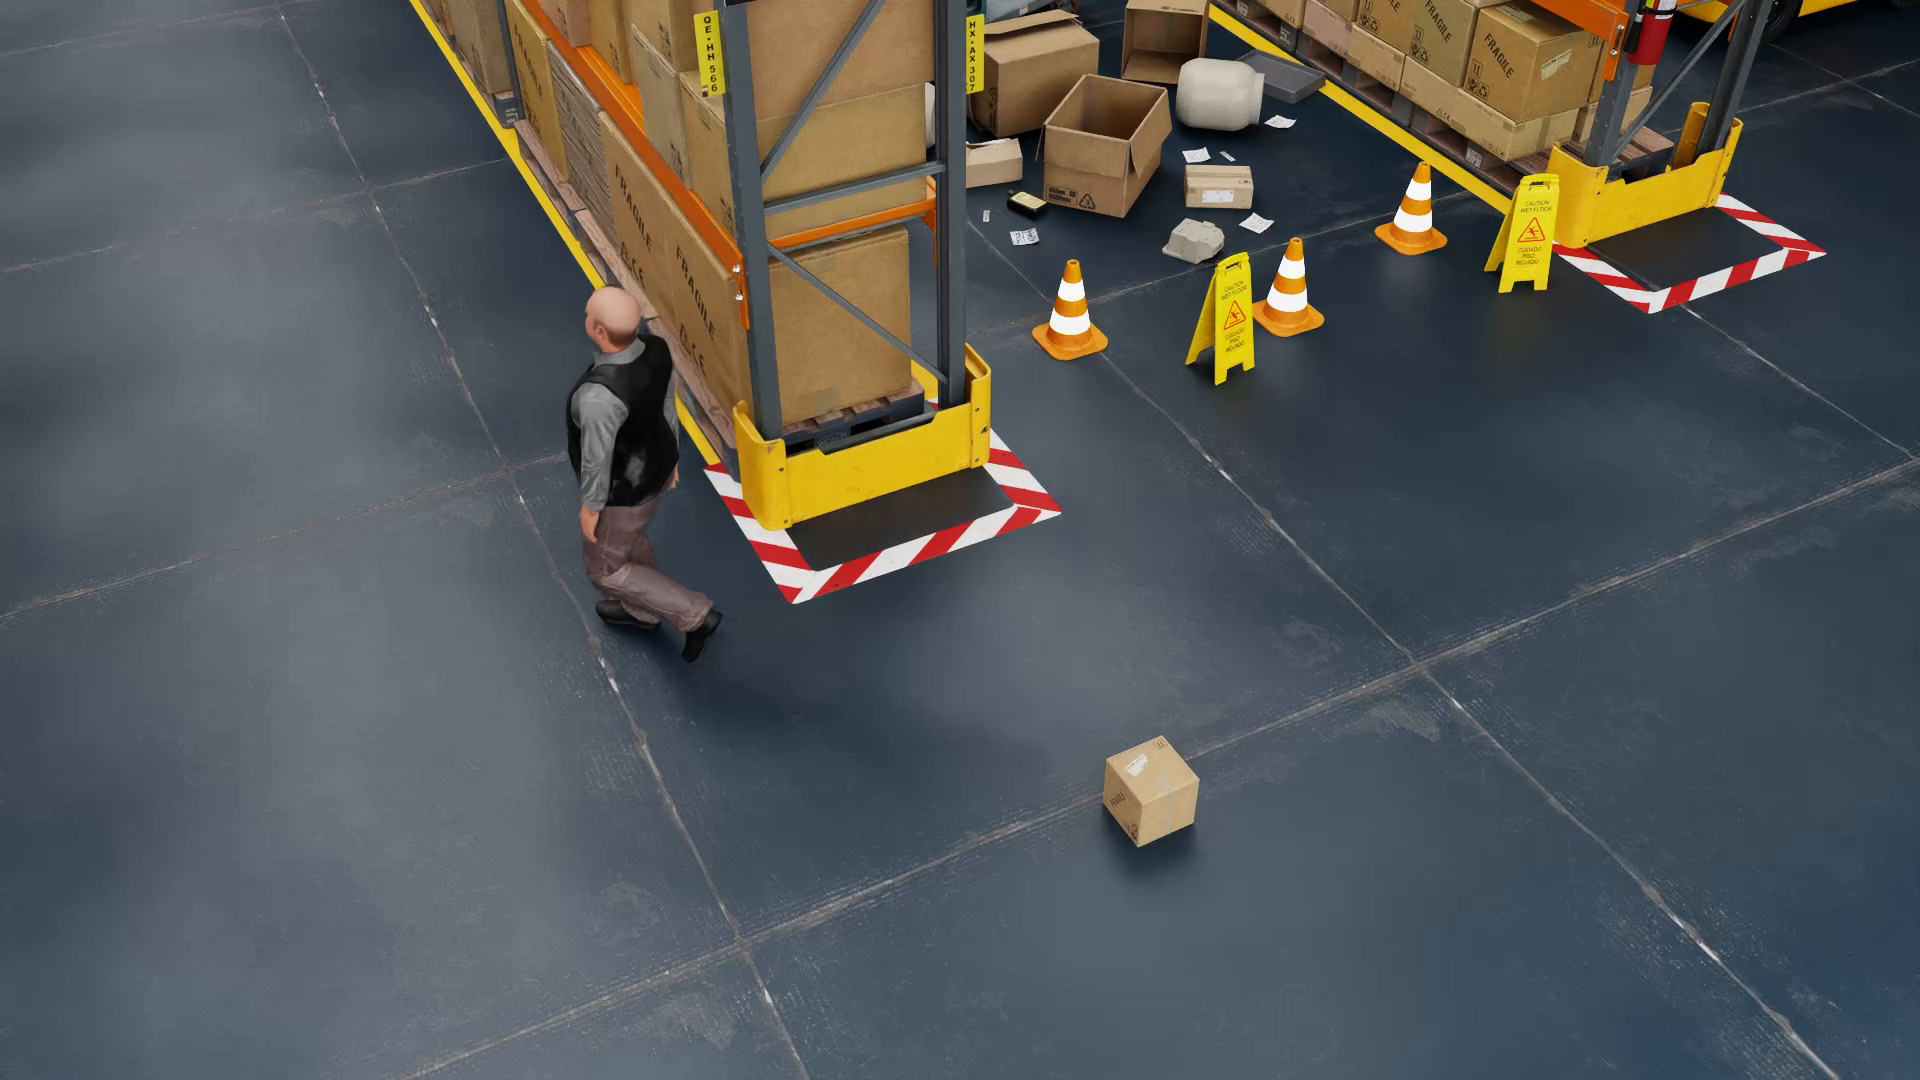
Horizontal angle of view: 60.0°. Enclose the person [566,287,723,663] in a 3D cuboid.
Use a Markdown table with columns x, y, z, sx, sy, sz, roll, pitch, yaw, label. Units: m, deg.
| x | y | z | sx | sy | sz | roll | pitch | yaw | label |
| --- | --- | --- | --- | --- | --- | --- | --- | --- | --- |
| -1.244 | -0.229 | 6.411 | 0.678 | 1.702 | 0.534 | 11 | 42 | 13 | person |
